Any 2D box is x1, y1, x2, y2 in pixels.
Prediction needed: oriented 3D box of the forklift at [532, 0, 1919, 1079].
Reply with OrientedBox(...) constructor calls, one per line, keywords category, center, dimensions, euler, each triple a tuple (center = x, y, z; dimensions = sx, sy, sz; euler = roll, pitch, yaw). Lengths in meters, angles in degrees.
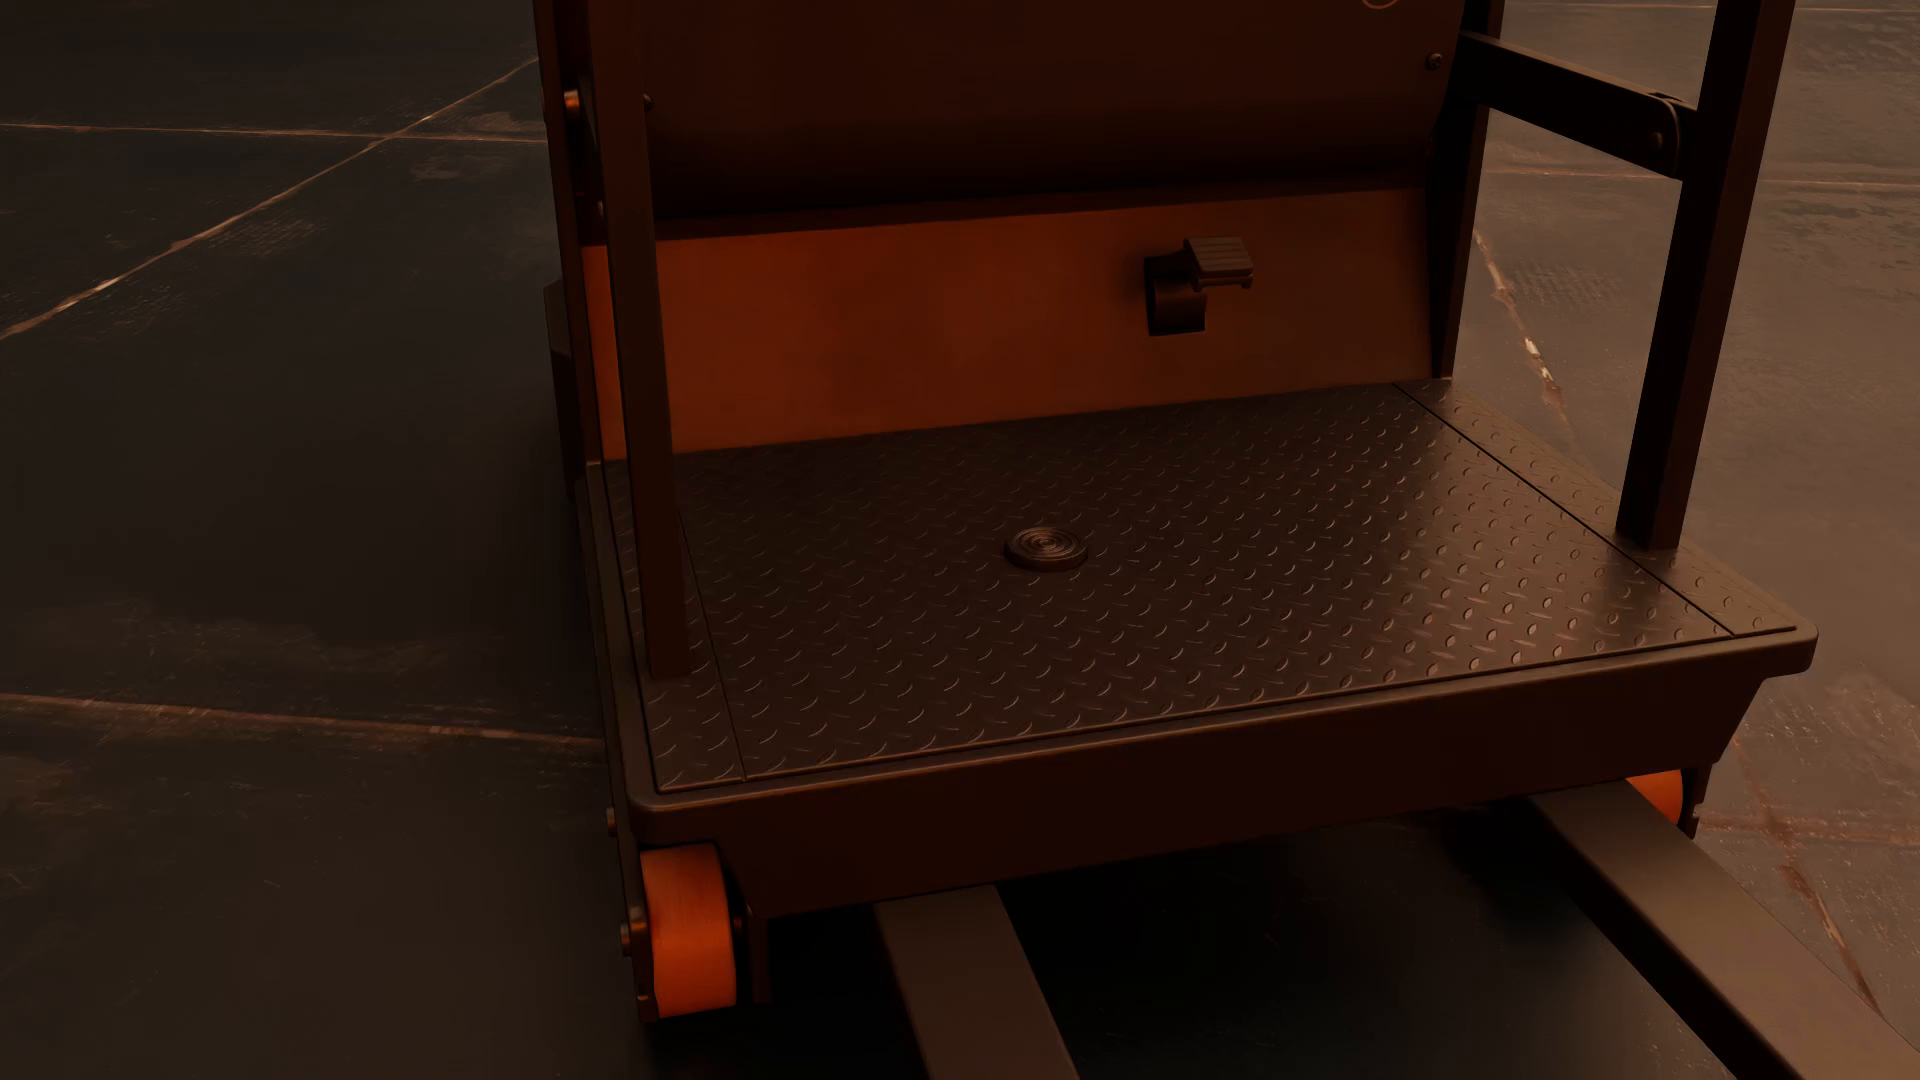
OrientedBox(category="forklift", center=(0.153, -1.049, 1.319), dimensions=(1.130, 2.935, 3.031), euler=(-7, 27, -13))
